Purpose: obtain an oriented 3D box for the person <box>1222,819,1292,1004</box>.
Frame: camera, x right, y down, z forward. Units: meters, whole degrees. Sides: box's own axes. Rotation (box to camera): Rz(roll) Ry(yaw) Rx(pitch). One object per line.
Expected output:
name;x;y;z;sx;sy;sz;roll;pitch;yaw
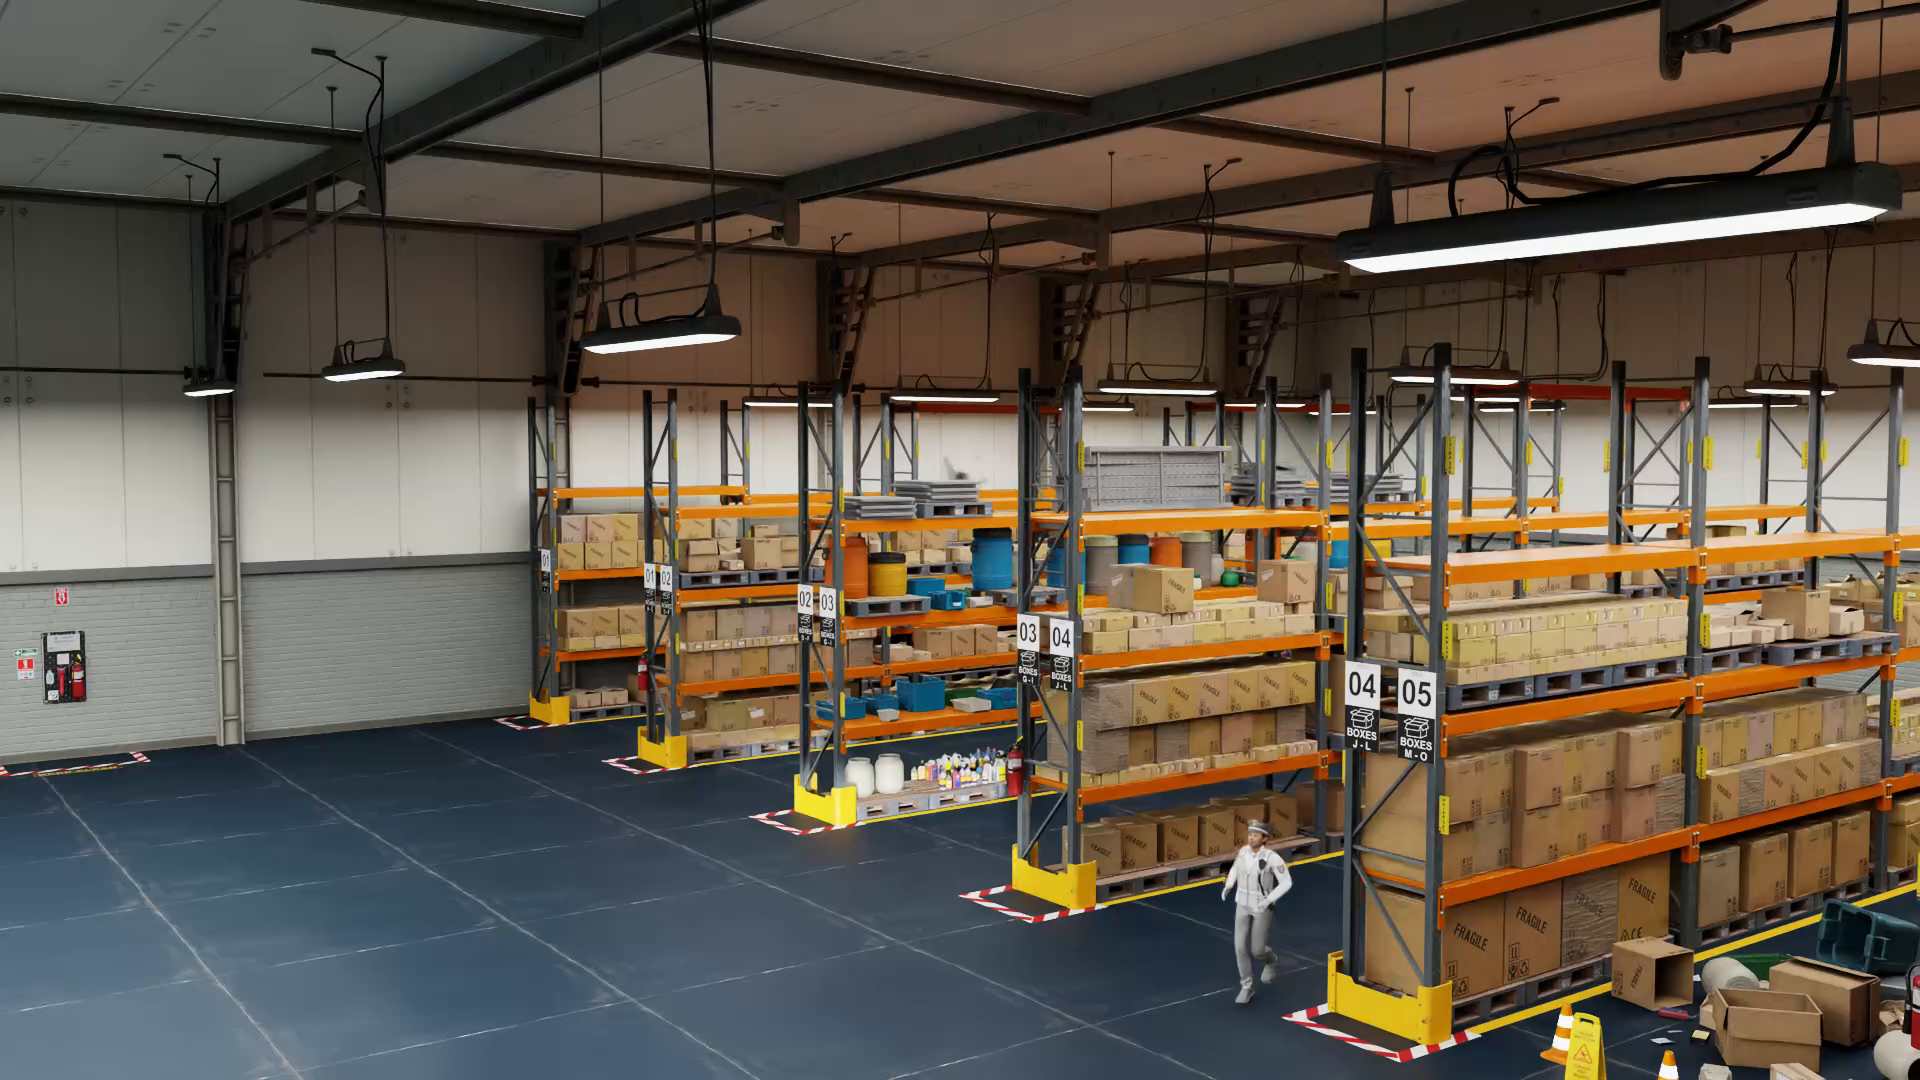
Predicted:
person;2.753;3.431;15.517;0.642;1.702;0.636;3;5;42
